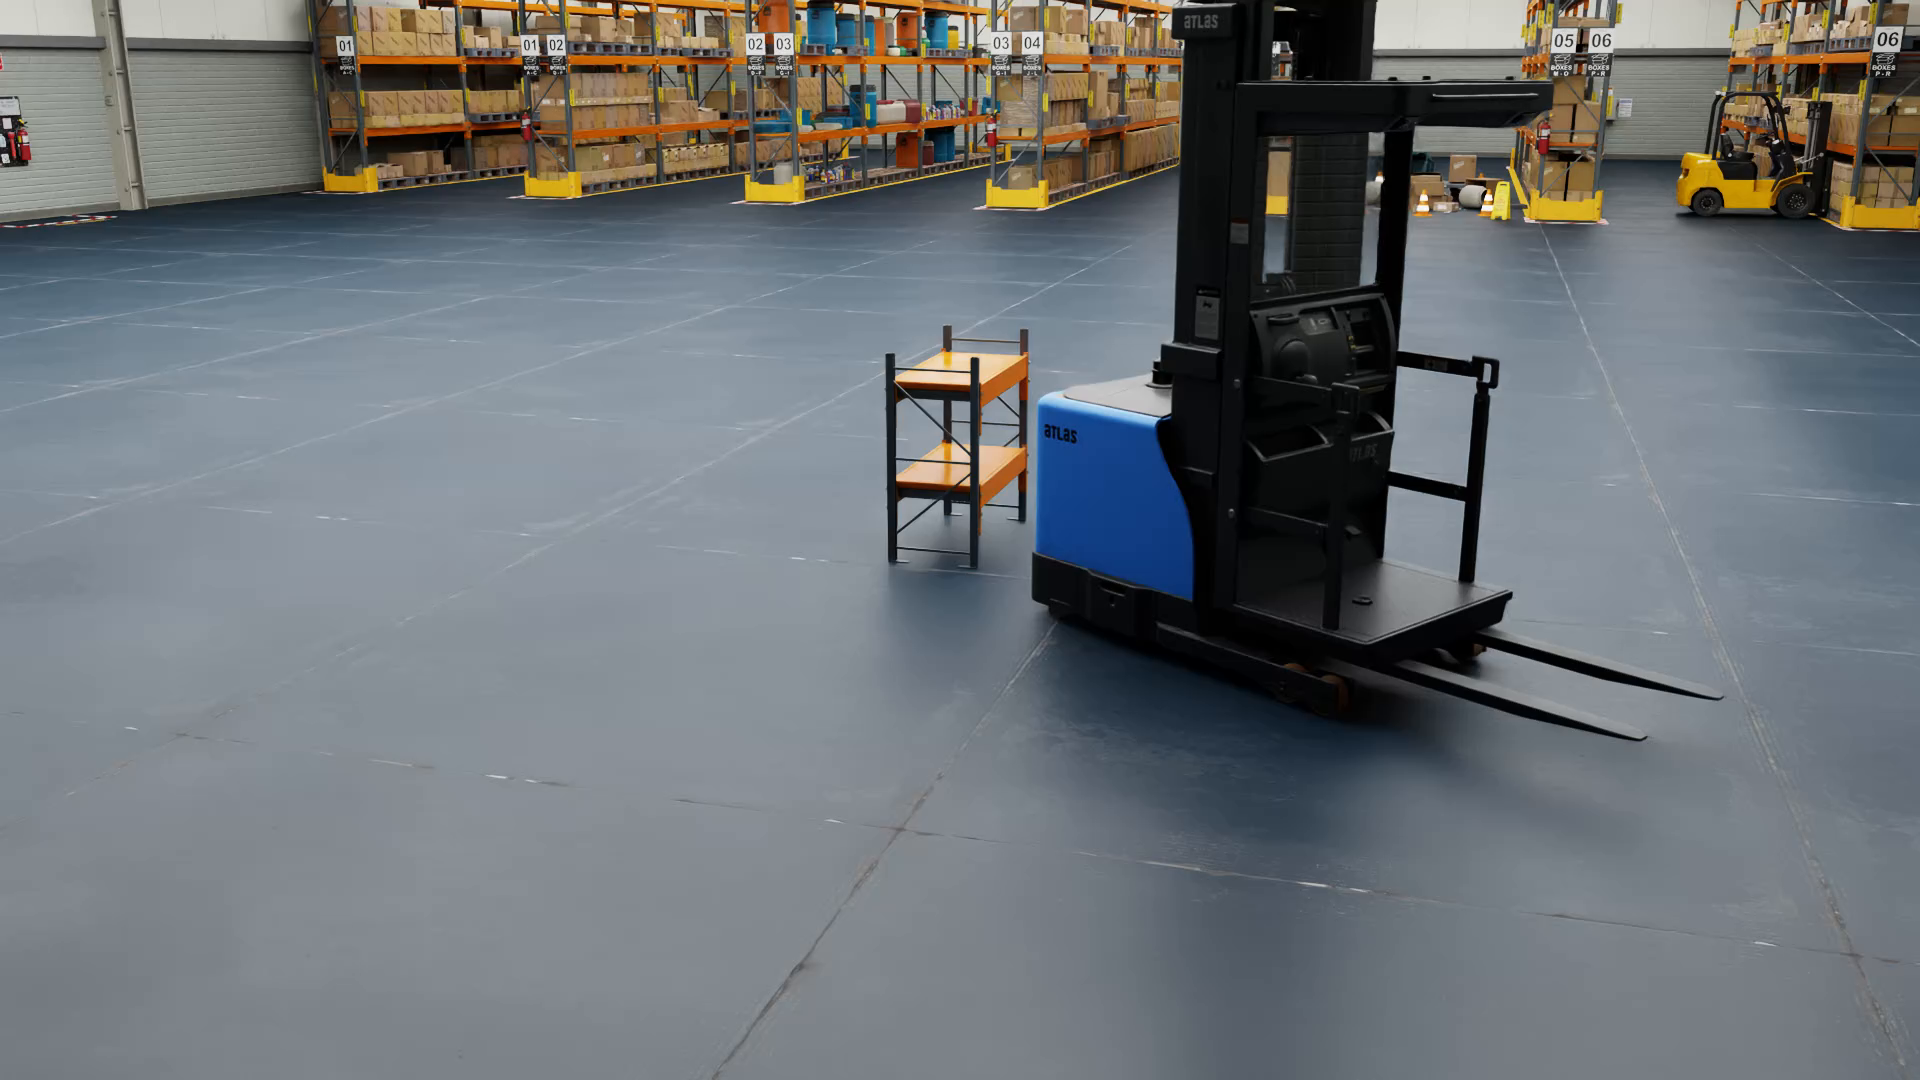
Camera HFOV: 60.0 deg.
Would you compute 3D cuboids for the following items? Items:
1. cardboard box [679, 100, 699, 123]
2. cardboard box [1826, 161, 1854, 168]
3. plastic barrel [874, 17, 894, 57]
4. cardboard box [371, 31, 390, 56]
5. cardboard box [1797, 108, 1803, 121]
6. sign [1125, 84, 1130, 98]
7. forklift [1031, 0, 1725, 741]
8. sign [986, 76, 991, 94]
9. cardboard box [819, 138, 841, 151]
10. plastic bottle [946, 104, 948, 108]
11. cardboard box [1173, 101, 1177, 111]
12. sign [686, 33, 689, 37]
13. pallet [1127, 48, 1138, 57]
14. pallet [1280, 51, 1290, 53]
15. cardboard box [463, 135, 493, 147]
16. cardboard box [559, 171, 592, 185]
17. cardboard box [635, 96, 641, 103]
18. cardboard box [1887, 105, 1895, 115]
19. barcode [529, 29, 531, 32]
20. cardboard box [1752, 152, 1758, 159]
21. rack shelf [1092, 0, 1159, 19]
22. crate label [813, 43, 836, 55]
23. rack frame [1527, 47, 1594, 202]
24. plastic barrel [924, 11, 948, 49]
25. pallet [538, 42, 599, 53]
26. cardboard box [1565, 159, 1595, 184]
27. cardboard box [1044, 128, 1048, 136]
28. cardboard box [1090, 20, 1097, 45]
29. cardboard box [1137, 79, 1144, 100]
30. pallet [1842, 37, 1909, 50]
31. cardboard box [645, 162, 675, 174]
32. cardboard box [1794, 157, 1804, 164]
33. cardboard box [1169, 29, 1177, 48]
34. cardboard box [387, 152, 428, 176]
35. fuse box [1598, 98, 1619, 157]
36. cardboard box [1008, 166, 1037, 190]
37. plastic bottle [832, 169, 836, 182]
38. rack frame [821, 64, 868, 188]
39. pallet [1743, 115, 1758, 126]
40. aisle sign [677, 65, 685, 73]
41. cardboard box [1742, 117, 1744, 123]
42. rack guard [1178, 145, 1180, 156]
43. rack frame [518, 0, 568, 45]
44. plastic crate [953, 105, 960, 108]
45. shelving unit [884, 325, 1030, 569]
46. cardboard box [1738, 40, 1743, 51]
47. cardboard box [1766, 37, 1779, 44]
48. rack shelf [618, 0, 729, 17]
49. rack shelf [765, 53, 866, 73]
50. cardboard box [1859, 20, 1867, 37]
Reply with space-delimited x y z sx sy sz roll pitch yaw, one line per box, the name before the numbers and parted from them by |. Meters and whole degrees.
cardboard box | -6.609 -10.288 39.920 0.500 0.500 0.500 4 16 13
cardboard box | 15.593 -6.569 29.429 0.500 0.250 0.500 4 16 15
plastic barrel | -1.841 -11.781 38.952 0.600 0.901 0.600 0 16 0
cardboard box | -12.650 -10.677 35.758 0.500 0.500 0.500 6 17 20
cardboard box | 16.658 -8.297 32.443 0.500 0.250 0.500 5 17 17
sign | 3.872 -10.390 38.487 0.100 0.325 0.005 5 16 16
forklift | 1.697 -0.847 6.943 1.130 2.935 3.031 -13 21 -39
sign | 0.549 -8.575 31.364 0.100 0.325 0.005 5 16 16
cardboard box | -3.793 -11.621 48.577 0.500 0.500 0.500 5 16 16
plastic bottle | -0.349 -11.063 42.927 0.144 0.351 0.185 5 16 16
cardboard box | 5.594 -11.795 45.146 0.500 0.250 0.500 4 16 15
sign | -8.109 -14.941 49.535 0.100 0.325 0.005 5 16 16
pallet | 3.481 -11.436 38.999 1.213 0.211 1.003 5 17 18
pallet | 6.696 -9.640 32.486 1.003 0.211 1.213 5 16 16
cardboard box | -11.720 -9.696 40.417 0.500 0.250 0.500 4 16 15
cardboard box | -8.056 -7.589 34.859 0.500 0.250 0.500 5 16 16
cardboard box | -7.301 -9.773 36.915 0.380 0.149 0.250 4 16 14
cardboard box | 15.691 -7.164 27.717 0.380 0.149 0.250 5 16 16
barcode | -8.798 -10.426 34.028 0.001 0.075 0.075 5 16 16
cardboard box | 18.252 -8.555 37.806 0.500 0.500 0.500 4 16 15
rack shelf | 3.917 -12.782 39.953 1.077 0.370 4.000 5 16 16
crate label | -2.825 -10.038 33.996 0.502 0.251 0.408 5 16 16
rack frame | 11.713 -8.096 32.375 1.000 3.000 0.127 5 16 16
plastic barrel | -0.602 -12.769 41.667 0.600 0.901 0.708 5 16 16
pallet | -8.196 -10.171 34.355 1.003 0.211 1.213 5 16 16
cardboard box | 11.222 -6.622 30.075 0.500 0.500 0.500 4 16 14
cardboard box | 1.474 -7.817 31.852 0.380 0.149 0.250 5 16 16
cardboard box | 2.441 -10.674 35.010 0.797 0.503 0.637 4 16 13
cardboard box | 4.106 -11.142 41.092 0.797 0.503 0.637 5 17 16
pallet | 15.907 -8.569 28.709 1.003 0.211 1.213 5 16 16
cardboard box | -6.933 -8.599 38.419 0.500 0.250 0.500 4 16 15
cardboard box | 17.051 -7.308 33.180 0.875 0.625 0.625 4 16 14
cardboard box | 5.526 -13.605 45.165 0.700 0.500 0.500 4 16 13
cardboard box | -12.471 -8.490 37.541 0.700 0.500 0.500 4 16 12
fuse box | 18.676 -11.891 48.118 0.539 1.711 0.414 5 16 16
cardboard box | 1.269 -6.979 32.250 0.500 0.500 0.500 8 18 26
plastic bottle | -2.676 -7.720 35.244 0.097 0.271 0.097 0 16 0
rack frame | -2.537 -9.248 36.439 1.000 3.000 0.127 5 16 16
pallet | 18.415 -9.512 37.720 1.003 0.211 1.213 5 16 16
aisle sign | -8.317 -14.402 49.845 0.394 0.787 0.004 5 16 16
cardboard box | 18.699 -9.927 39.290 0.380 0.149 0.250 5 17 17
rack guard | 5.629 -10.808 46.516 1.175 0.500 0.348 5 16 16
rack frame | -8.421 -11.473 33.288 1.000 3.000 0.127 5 16 16
plastic crate | 0.028 -11.874 45.893 0.416 0.233 0.300 5 16 16
shelving unit | 0.002 -0.543 9.182 0.538 1.125 1.048 5 16 16
cardboard box | 19.214 -12.003 40.383 0.500 0.250 0.500 4 16 14
cardboard box | 17.869 -10.926 36.363 0.380 0.149 0.250 5 17 17
rack shelf | -6.716 -12.504 38.975 1.077 0.370 4.000 5 16 16
rack shelf | -3.105 -9.822 34.283 1.077 0.370 4.000 5 16 16
cardboard box | 15.353 -8.601 27.951 0.396 0.266 0.258 5 16 16
